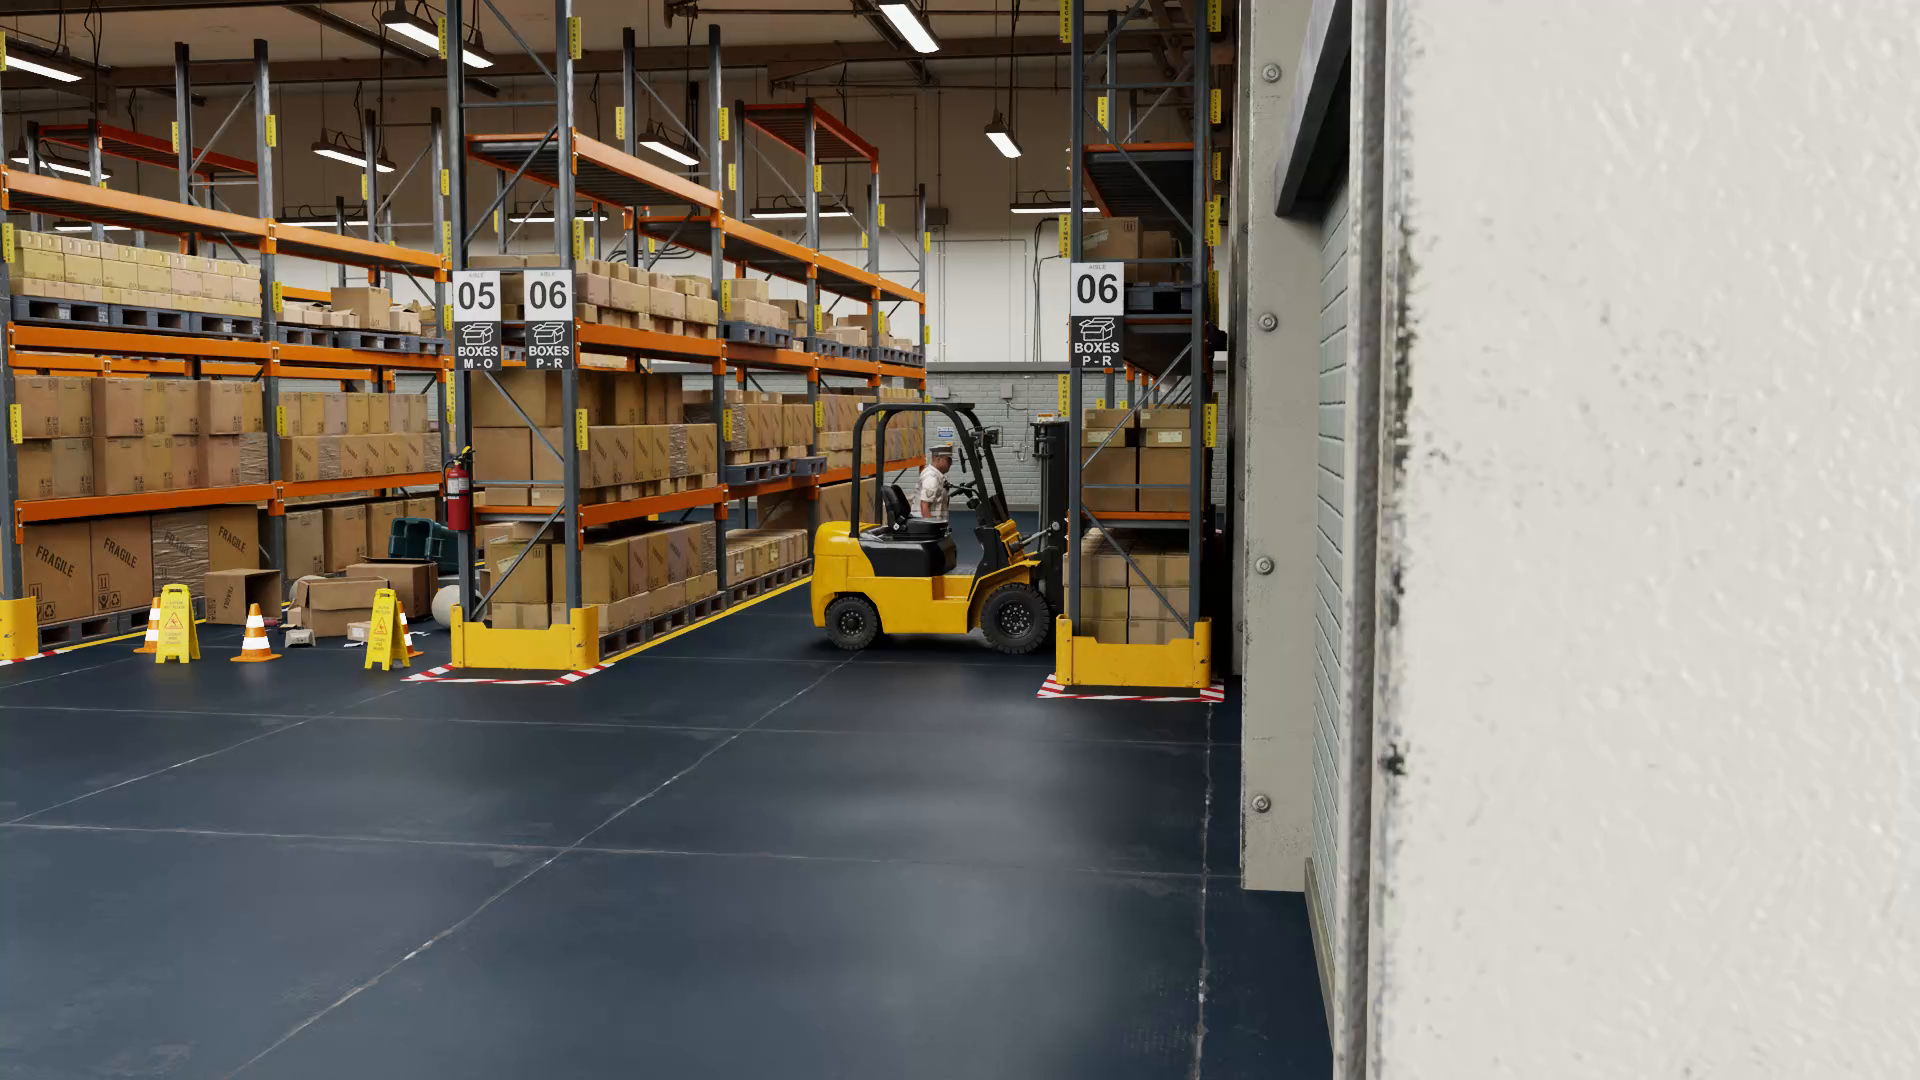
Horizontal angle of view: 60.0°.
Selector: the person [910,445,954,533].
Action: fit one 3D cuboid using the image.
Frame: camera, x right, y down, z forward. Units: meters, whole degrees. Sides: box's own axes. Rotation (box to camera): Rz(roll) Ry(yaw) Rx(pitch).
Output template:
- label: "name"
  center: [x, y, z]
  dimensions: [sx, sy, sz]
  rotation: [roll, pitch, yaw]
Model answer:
- label: "person"
  center: [-0.269, -0.070, 16.491]
  dimensions: [0.439, 1.747, 0.585]
  rotation: [1, 4, 9]
